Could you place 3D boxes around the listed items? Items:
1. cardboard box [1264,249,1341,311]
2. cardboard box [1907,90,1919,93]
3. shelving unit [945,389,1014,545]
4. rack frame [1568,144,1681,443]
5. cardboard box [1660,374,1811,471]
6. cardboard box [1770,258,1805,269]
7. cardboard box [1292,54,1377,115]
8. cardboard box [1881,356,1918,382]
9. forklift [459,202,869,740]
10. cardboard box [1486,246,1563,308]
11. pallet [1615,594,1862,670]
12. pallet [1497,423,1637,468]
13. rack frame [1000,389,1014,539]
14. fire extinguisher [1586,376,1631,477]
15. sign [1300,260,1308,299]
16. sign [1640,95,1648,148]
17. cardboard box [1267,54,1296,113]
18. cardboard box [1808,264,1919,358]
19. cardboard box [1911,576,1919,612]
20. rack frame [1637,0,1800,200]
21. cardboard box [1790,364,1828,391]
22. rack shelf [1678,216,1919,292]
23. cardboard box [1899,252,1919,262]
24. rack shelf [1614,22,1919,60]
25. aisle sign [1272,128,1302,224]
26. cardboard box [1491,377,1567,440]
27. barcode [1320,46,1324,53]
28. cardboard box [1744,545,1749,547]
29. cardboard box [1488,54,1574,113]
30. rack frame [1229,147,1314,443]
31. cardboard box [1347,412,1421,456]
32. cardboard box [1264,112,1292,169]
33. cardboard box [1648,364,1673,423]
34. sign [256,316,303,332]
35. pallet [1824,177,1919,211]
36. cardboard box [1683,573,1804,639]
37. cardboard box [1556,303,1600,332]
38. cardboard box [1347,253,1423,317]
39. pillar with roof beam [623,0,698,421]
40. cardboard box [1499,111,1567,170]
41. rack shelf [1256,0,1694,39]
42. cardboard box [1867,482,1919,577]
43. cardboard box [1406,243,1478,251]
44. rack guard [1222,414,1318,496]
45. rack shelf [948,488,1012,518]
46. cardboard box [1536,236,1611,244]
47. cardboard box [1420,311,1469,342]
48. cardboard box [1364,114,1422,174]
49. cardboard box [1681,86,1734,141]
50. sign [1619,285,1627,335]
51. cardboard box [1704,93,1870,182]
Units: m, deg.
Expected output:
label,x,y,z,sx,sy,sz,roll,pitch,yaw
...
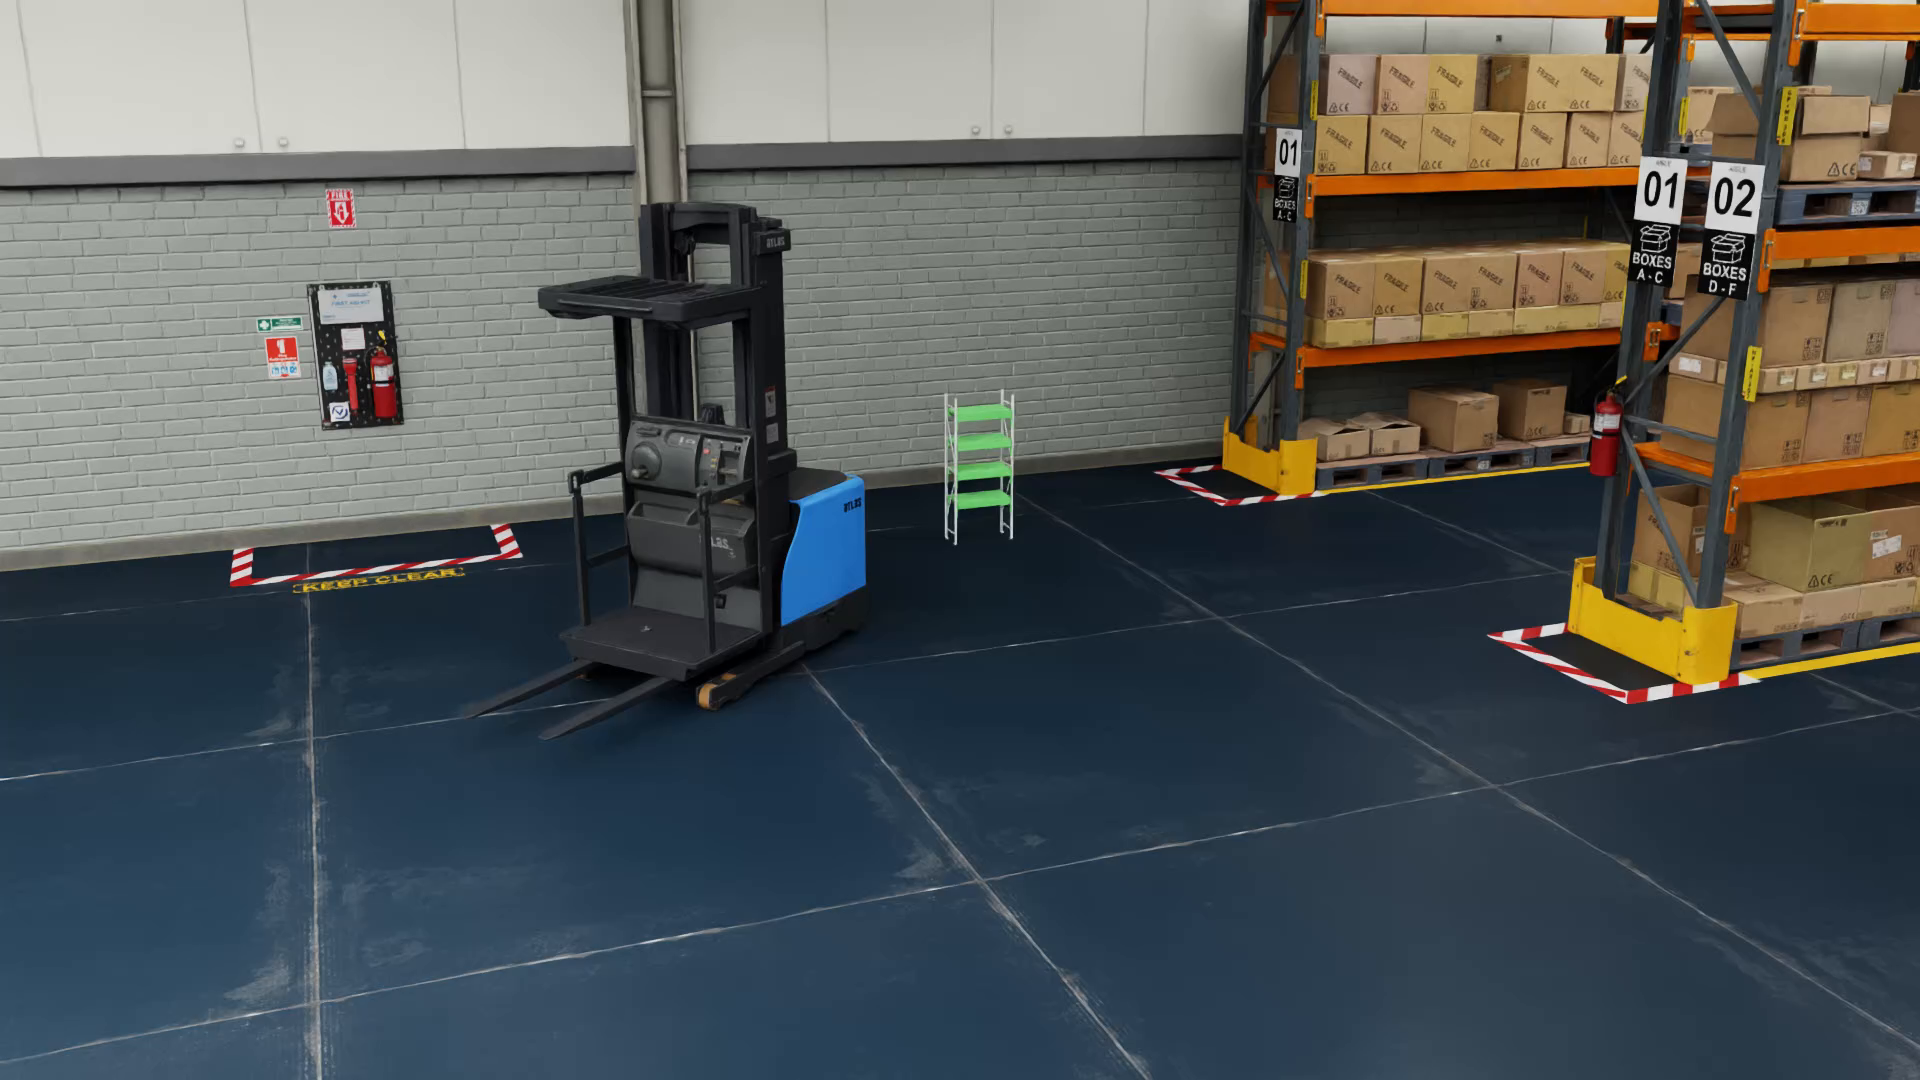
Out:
label,x,y,z,sx,sy,sz,roll,pitch,yaw
cardboard box,3.158,-2.397,15.337,0.500,0.500,0.500,-6,18,-21
cardboard box,6.722,-2.721,11.040,0.637,0.503,0.797,-4,17,-14
shelving unit,0.155,-0.592,13.486,0.503,1.200,0.258,-6,17,-20
rack frame,6.529,-2.399,16.445,0.127,3.000,1.000,-6,17,-20
cardboard box,5.010,-0.785,10.770,0.500,0.500,0.700,-6,17,-20
cardboard box,8.144,-2.830,16.953,0.500,0.500,0.700,-4,17,-12
cardboard box,3.240,-3.948,14.406,0.500,0.500,0.500,-8,18,-24
cardboard box,5.977,-1.140,10.827,0.250,0.149,0.380,-7,18,-22
forklift,-1.799,-0.518,10.160,1.130,2.935,3.031,9,19,28
cardboard box,5.260,-2.468,15.579,0.500,0.500,0.500,-7,18,-22
pallet,5.269,0.557,11.328,1.213,0.211,1.003,-6,17,-20
pallet,5.914,-0.984,16.576,1.213,0.211,1.003,-6,17,-20
rack frame,0.382,-0.617,13.570,0.015,1.200,0.240,-6,17,-20
fire extinguisher,4.293,-0.766,11.021,0.183,0.674,0.296,-6,17,-20
sign,2.988,-2.269,14.464,0.005,0.325,0.100,-6,17,-20
sign,4.388,-2.663,10.590,0.005,0.325,0.100,-6,17,-20
cardboard box,3.103,-4.085,14.874,0.500,0.500,0.500,-5,17,-18
cardboard box,6.019,-1.518,10.964,0.500,0.500,0.700,-6,17,-20
cardboard box,6.551,0.278,11.462,0.500,0.250,0.500,-6,17,-20
rack frame,4.570,-3.572,9.790,0.127,3.000,1.000,-6,17,-20
cardboard box,5.259,-1.063,10.564,0.250,0.149,0.380,-7,18,-22
rack shelf,6.437,-1.989,11.000,4.000,0.370,1.077,-6,17,-20
cardboard box,9.829,-3.012,17.572,0.500,0.500,0.700,-8,18,-27
rack shelf,8.396,-4.942,16.444,4.000,0.370,1.077,-6,17,-20
aisle sign,2.834,-3.157,14.412,0.004,0.787,0.394,-6,17,-20
cardboard box,5.574,-1.296,16.343,0.500,0.500,0.500,-8,18,-24
barcode,3.278,-4.454,15.102,0.075,0.075,0.001,-6,17,-20
cardboard box,5.894,0.188,11.768,0.500,0.250,0.500,-6,17,-20
cardboard box,5.166,-4.141,15.064,0.500,0.500,0.500,-7,18,-22
rack frame,2.794,-1.996,15.072,0.127,3.000,1.000,-6,17,-20
cardboard box,4.004,-1.021,15.741,0.500,0.311,0.500,-5,17,-15
cardboard box,3.093,-3.602,15.003,0.500,0.500,0.500,-5,17,-16
cardboard box,7.210,-1.490,17.003,0.500,0.500,0.700,-6,17,-18
sign,-5.332,-1.691,13.030,0.331,0.109,0.001,-6,17,-20
pallet,6.380,-2.278,10.867,1.213,0.211,1.003,-6,17,-20
cardboard box,5.150,0.429,10.948,0.500,0.250,0.500,-6,17,-20
cardboard box,5.727,-2.161,15.866,0.500,0.250,0.500,-6,17,-20
cardboard box,3.812,-2.310,15.040,0.500,0.500,0.500,-6,17,-20
pillar with roof beam,-0.925,-3.435,9.325,0.400,9.000,9.100,-6,17,-20
cardboard box,5.165,-3.667,15.224,0.500,0.500,0.500,-7,18,-22
rack shelf,4.661,-4.729,15.015,4.000,0.370,1.077,-6,17,-20
cardboard box,6.552,-0.081,11.355,0.500,0.500,0.500,-6,17,-20
cardboard box,4.583,-2.549,15.855,0.500,0.500,0.500,-6,17,-19
rack guard,2.865,-0.804,15.450,0.348,0.500,1.175,-6,17,-20
rack shelf,0.155,-0.301,13.572,0.480,0.148,0.258,-6,17,-20
cardboard box,6.015,-2.704,16.384,0.500,0.500,0.500,-7,18,-21
cardboard box,4.321,-2.005,15.334,0.500,0.250,0.500,-6,18,-21
cardboard box,3.710,-3.506,14.676,0.500,0.500,0.500,-5,17,-16
cardboard box,7.068,-4.122,16.065,0.500,0.500,0.500,-4,17,-12
sign,4.388,-1.507,10.929,0.005,0.325,0.100,-6,17,-20
cardboard box,5.108,-2.507,10.312,0.637,0.503,0.797,-5,17,-16
